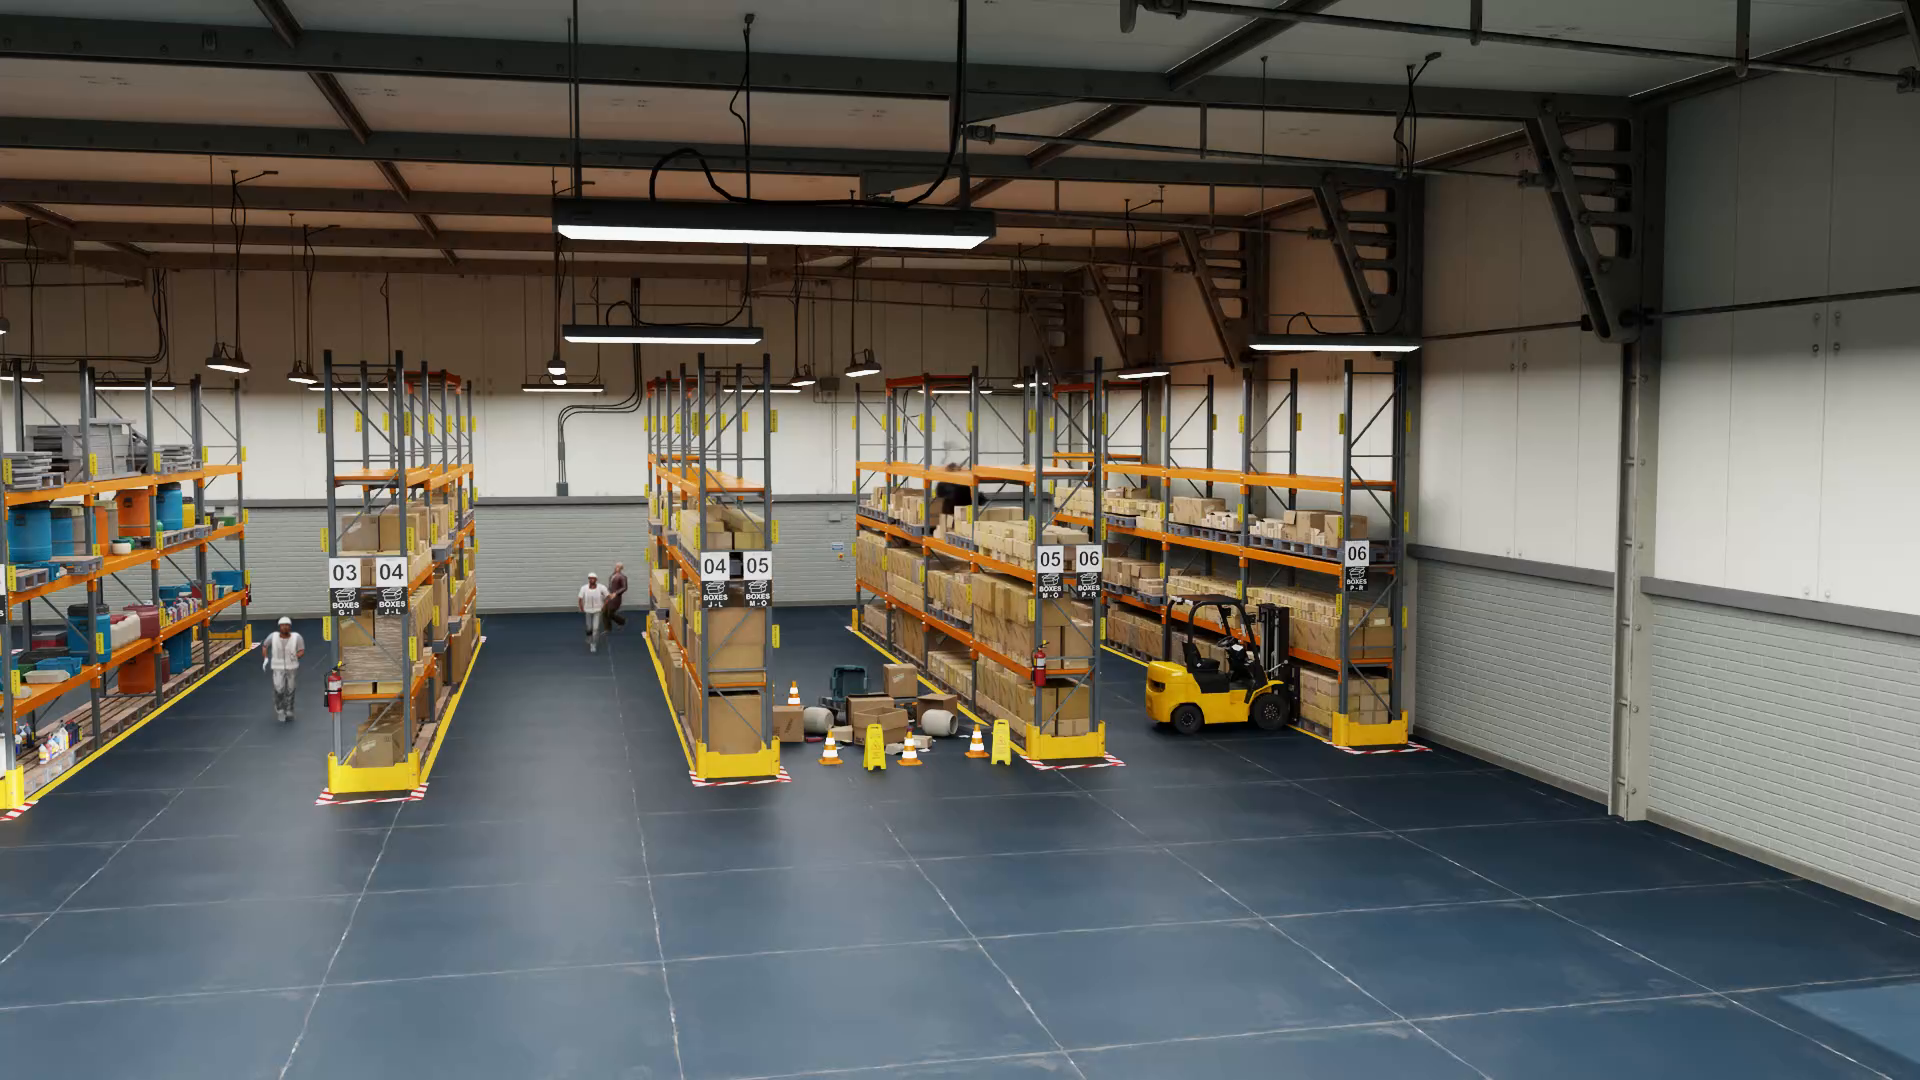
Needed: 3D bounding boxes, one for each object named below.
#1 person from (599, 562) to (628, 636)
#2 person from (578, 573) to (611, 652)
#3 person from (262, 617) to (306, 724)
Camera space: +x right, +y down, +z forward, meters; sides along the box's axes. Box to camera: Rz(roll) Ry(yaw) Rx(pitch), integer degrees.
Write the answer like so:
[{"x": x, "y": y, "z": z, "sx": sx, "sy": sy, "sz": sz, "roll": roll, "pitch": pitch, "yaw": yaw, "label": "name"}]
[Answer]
[{"x": -8.202, "y": 1.445, "z": 39.532, "sx": 0.752, "sy": 1.661, "sz": 0.767, "roll": -4, "pitch": 6, "yaw": -44, "label": "person"}, {"x": -8.102, "y": 1.583, "z": 36.867, "sx": 0.701, "sy": 1.745, "sz": 0.694, "roll": 0, "pitch": 4, "yaw": -6, "label": "person"}, {"x": -11.314, "y": 2.179, "z": 27.858, "sx": 0.660, "sy": 1.790, "sz": 0.800, "roll": -2, "pitch": 4, "yaw": -26, "label": "person"}]
